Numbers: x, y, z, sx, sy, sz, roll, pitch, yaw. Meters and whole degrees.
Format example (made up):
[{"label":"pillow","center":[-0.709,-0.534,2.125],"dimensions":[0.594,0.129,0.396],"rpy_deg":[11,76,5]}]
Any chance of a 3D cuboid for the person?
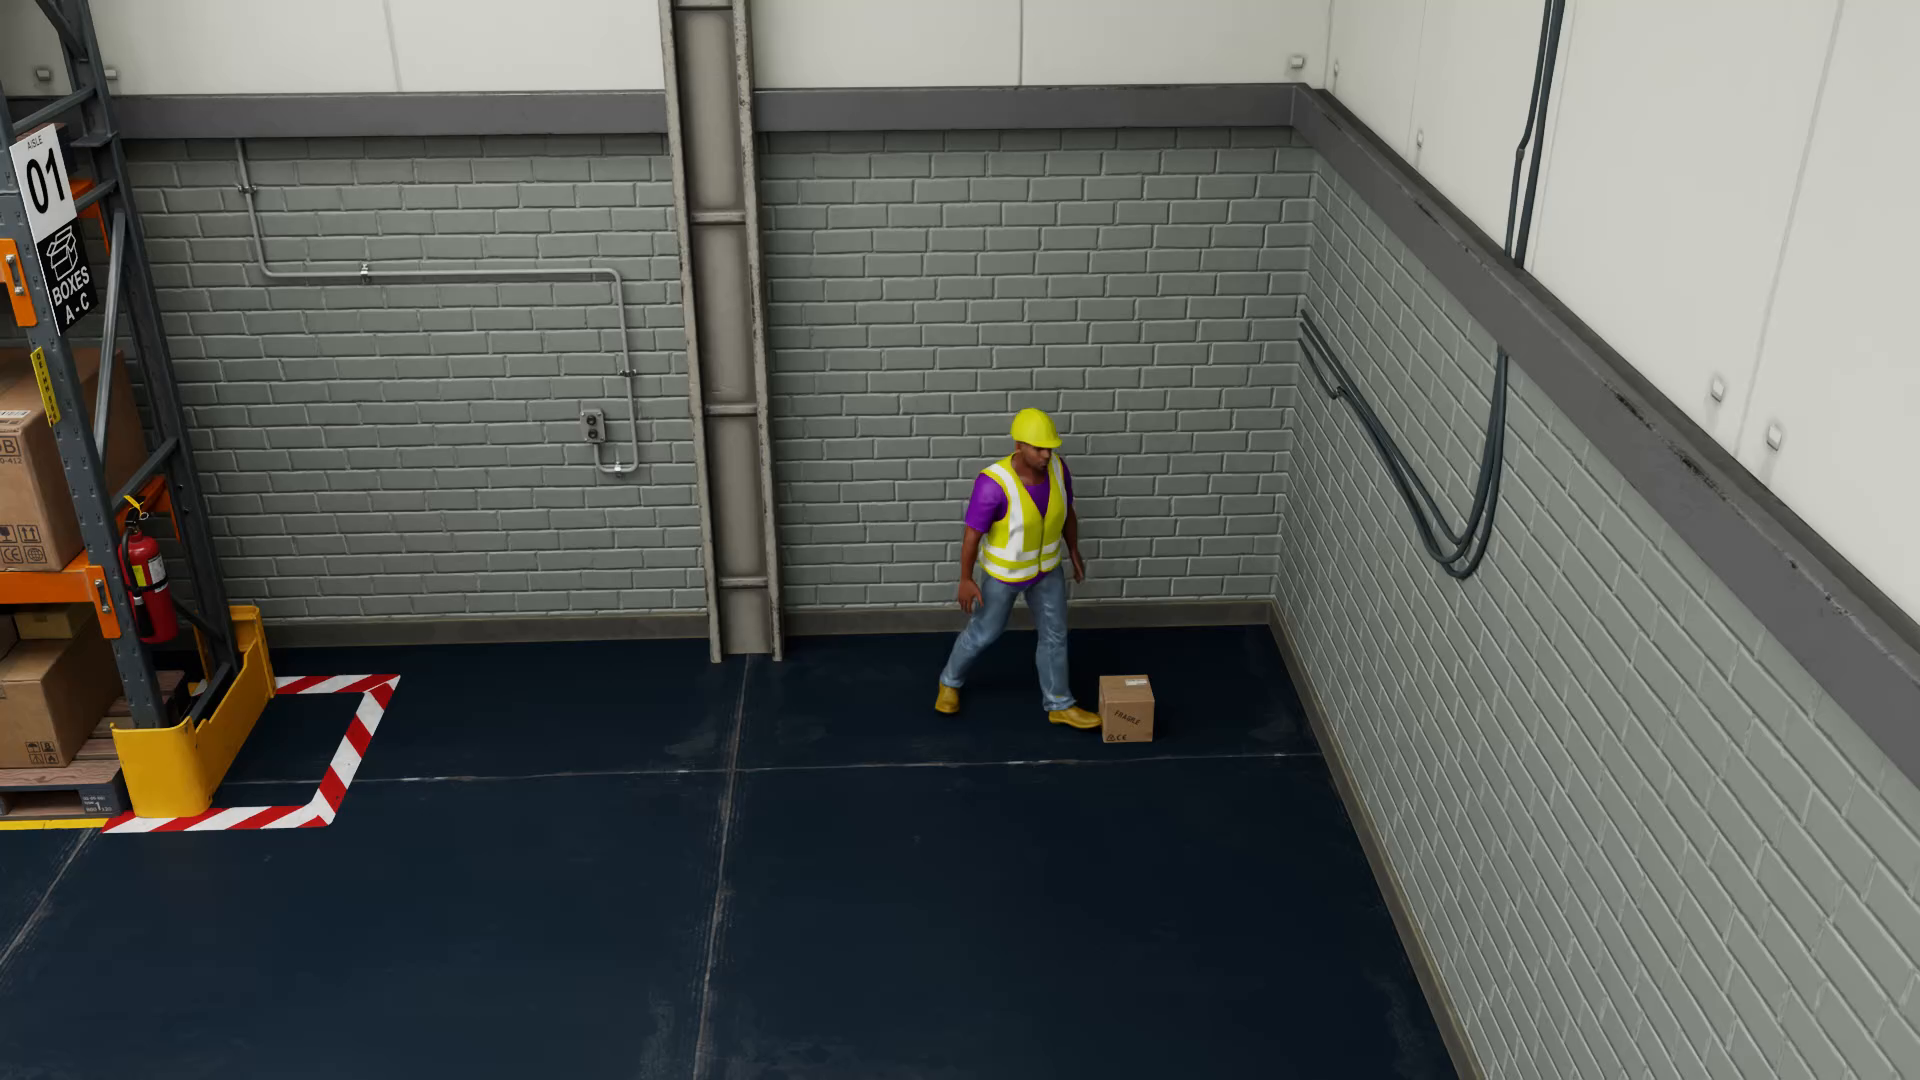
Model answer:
[{"label":"person","center":[0.311,0.139,8.348],"dimensions":[0.738,1.752,0.812],"rpy_deg":[-19,33,-32]}]
